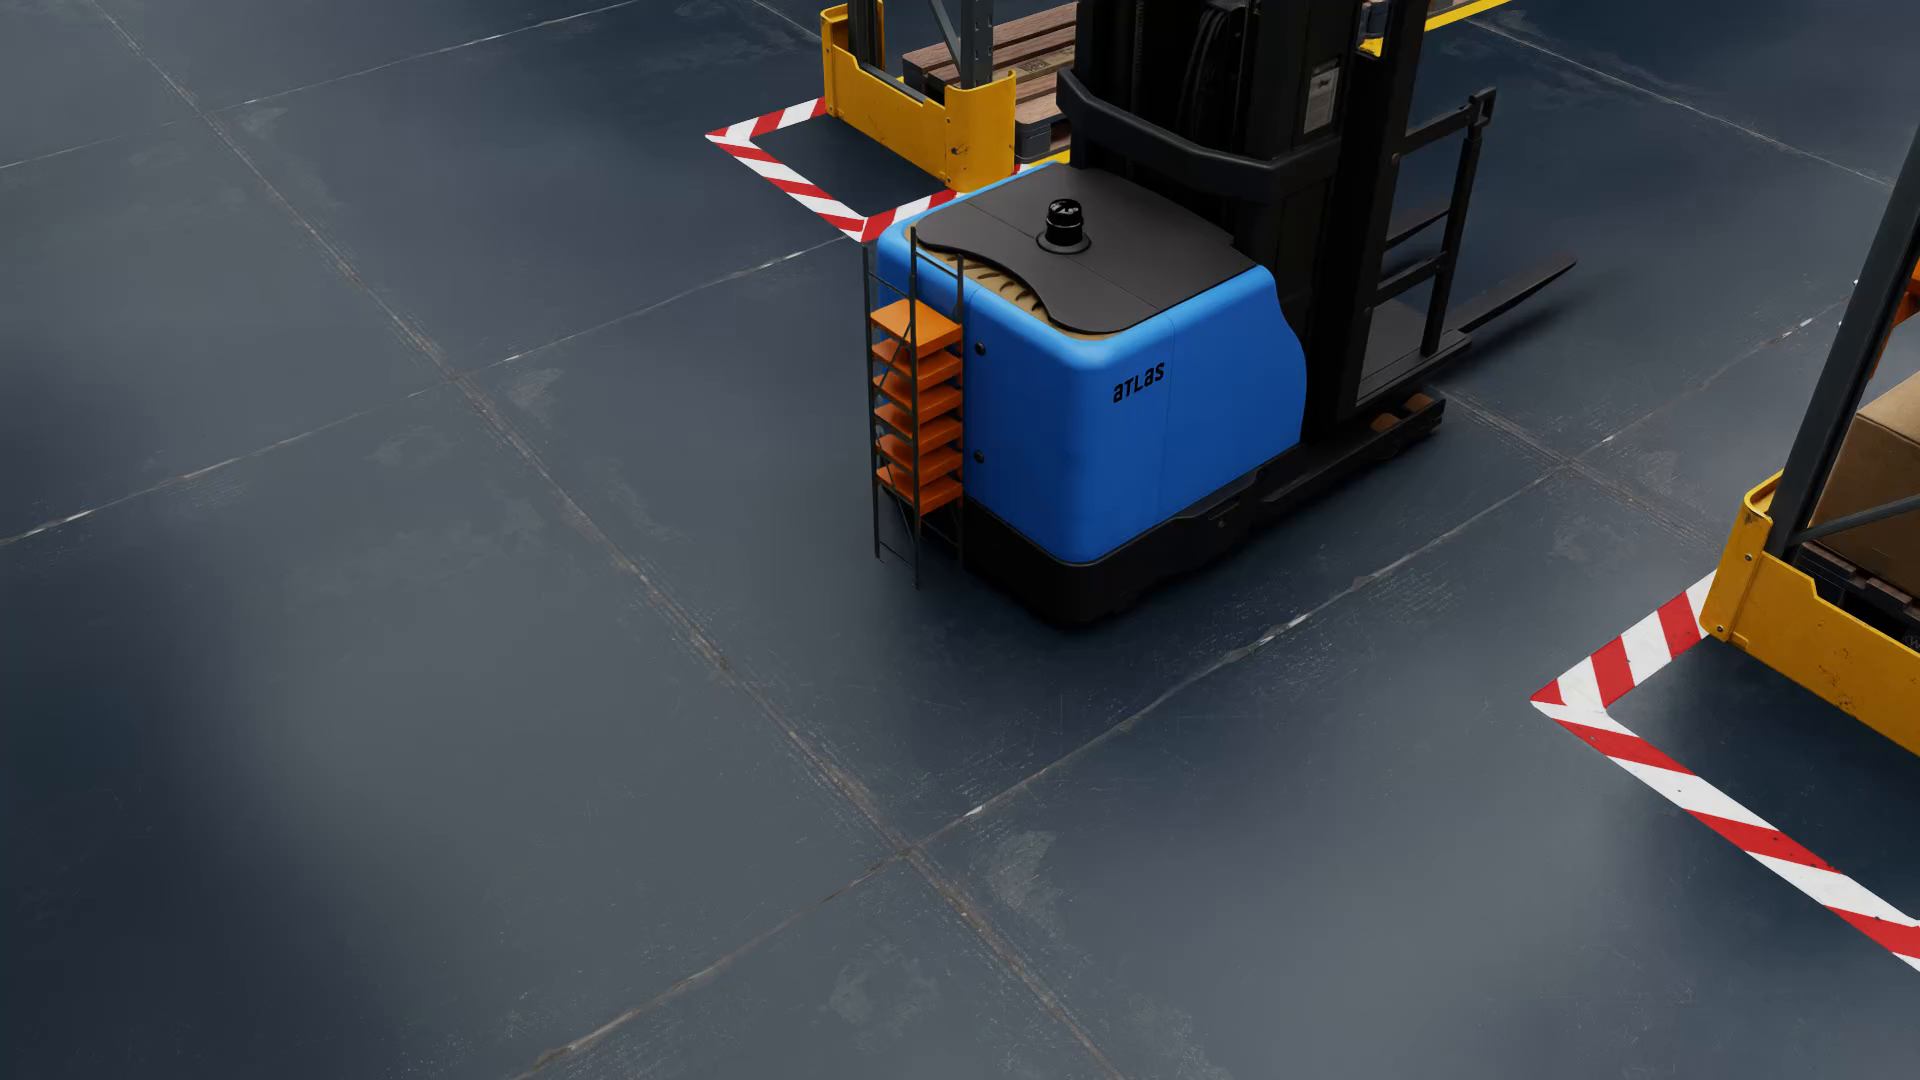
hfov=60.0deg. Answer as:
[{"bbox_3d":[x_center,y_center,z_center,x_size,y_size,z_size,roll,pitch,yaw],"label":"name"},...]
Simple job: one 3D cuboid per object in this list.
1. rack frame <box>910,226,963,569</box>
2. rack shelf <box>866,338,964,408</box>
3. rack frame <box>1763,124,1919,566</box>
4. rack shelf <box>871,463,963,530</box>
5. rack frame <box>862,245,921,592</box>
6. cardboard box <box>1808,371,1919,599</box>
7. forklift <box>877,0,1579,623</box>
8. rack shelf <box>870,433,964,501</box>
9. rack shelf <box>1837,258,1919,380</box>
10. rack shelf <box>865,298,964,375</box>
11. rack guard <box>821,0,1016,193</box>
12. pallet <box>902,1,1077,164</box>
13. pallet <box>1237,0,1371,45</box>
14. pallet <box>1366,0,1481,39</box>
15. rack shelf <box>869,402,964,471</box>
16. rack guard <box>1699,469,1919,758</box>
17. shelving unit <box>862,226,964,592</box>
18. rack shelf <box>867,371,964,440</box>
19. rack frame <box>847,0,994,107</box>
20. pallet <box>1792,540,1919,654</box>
[{"bbox_3d":[-0.071,-0.425,5.322,0.006,1.200,0.240,-28,47,-30],"label":"rack frame"},{"bbox_3d":[-0.140,-0.539,5.152,0.180,0.103,0.258,-28,47,-30],"label":"rack shelf"},{"bbox_3d":[2.815,-0.636,4.160,0.127,3.000,1.000,-26,46,-28],"label":"rack frame"},{"bbox_3d":[-0.140,-0.168,5.457,0.180,0.103,0.258,-28,47,-30],"label":"rack shelf"},{"bbox_3d":[-0.210,-0.350,5.231,0.006,1.200,0.240,-28,47,-30],"label":"rack frame"},{"bbox_3d":[3.096,-0.173,5.220,0.500,0.500,0.500,-26,46,-28],"label":"cardboard box"},{"bbox_3d":[1.169,-1.659,5.462,3.031,2.935,1.130,-28,47,-30],"label":"forklift"},{"bbox_3d":[-0.140,-0.261,5.381,0.180,0.103,0.258,-28,47,-30],"label":"rack shelf"},{"bbox_3d":[4.401,-1.131,5.330,4.000,0.370,1.077,-26,46,-28],"label":"rack shelf"},{"bbox_3d":[-0.140,-0.632,5.076,0.180,0.103,0.258,-28,47,-30],"label":"rack shelf"},{"bbox_3d":[-0.212,-2.146,7.972,0.348,0.500,1.175,-26,46,-28],"label":"rack guard"},{"bbox_3d":[0.477,-2.349,8.447,1.213,0.211,1.003,-26,46,-28],"label":"pallet"},{"bbox_3d":[1.444,-2.818,9.019,1.213,0.211,1.003,-26,46,-28],"label":"pallet"},{"bbox_3d":[2.412,-3.292,9.597,1.213,0.211,1.003,-26,46,-28],"label":"pallet"},{"bbox_3d":[-0.140,-0.353,5.305,0.180,0.103,0.258,-28,47,-30],"label":"rack shelf"},{"bbox_3d":[2.875,0.301,4.988,0.348,0.500,1.175,-26,46,-28],"label":"rack guard"},{"bbox_3d":[-0.140,-0.388,5.277,0.189,1.200,0.258,-28,47,-30],"label":"shelving unit"},{"bbox_3d":[-0.140,-0.446,5.229,0.180,0.103,0.258,-28,47,-30],"label":"rack shelf"},{"bbox_3d":[-0.201,-3.128,7.198,0.127,3.000,1.000,-26,46,-28],"label":"rack frame"},{"bbox_3d":[3.507,0.105,5.456,1.213,0.211,1.003,-26,46,-28],"label":"pallet"}]
